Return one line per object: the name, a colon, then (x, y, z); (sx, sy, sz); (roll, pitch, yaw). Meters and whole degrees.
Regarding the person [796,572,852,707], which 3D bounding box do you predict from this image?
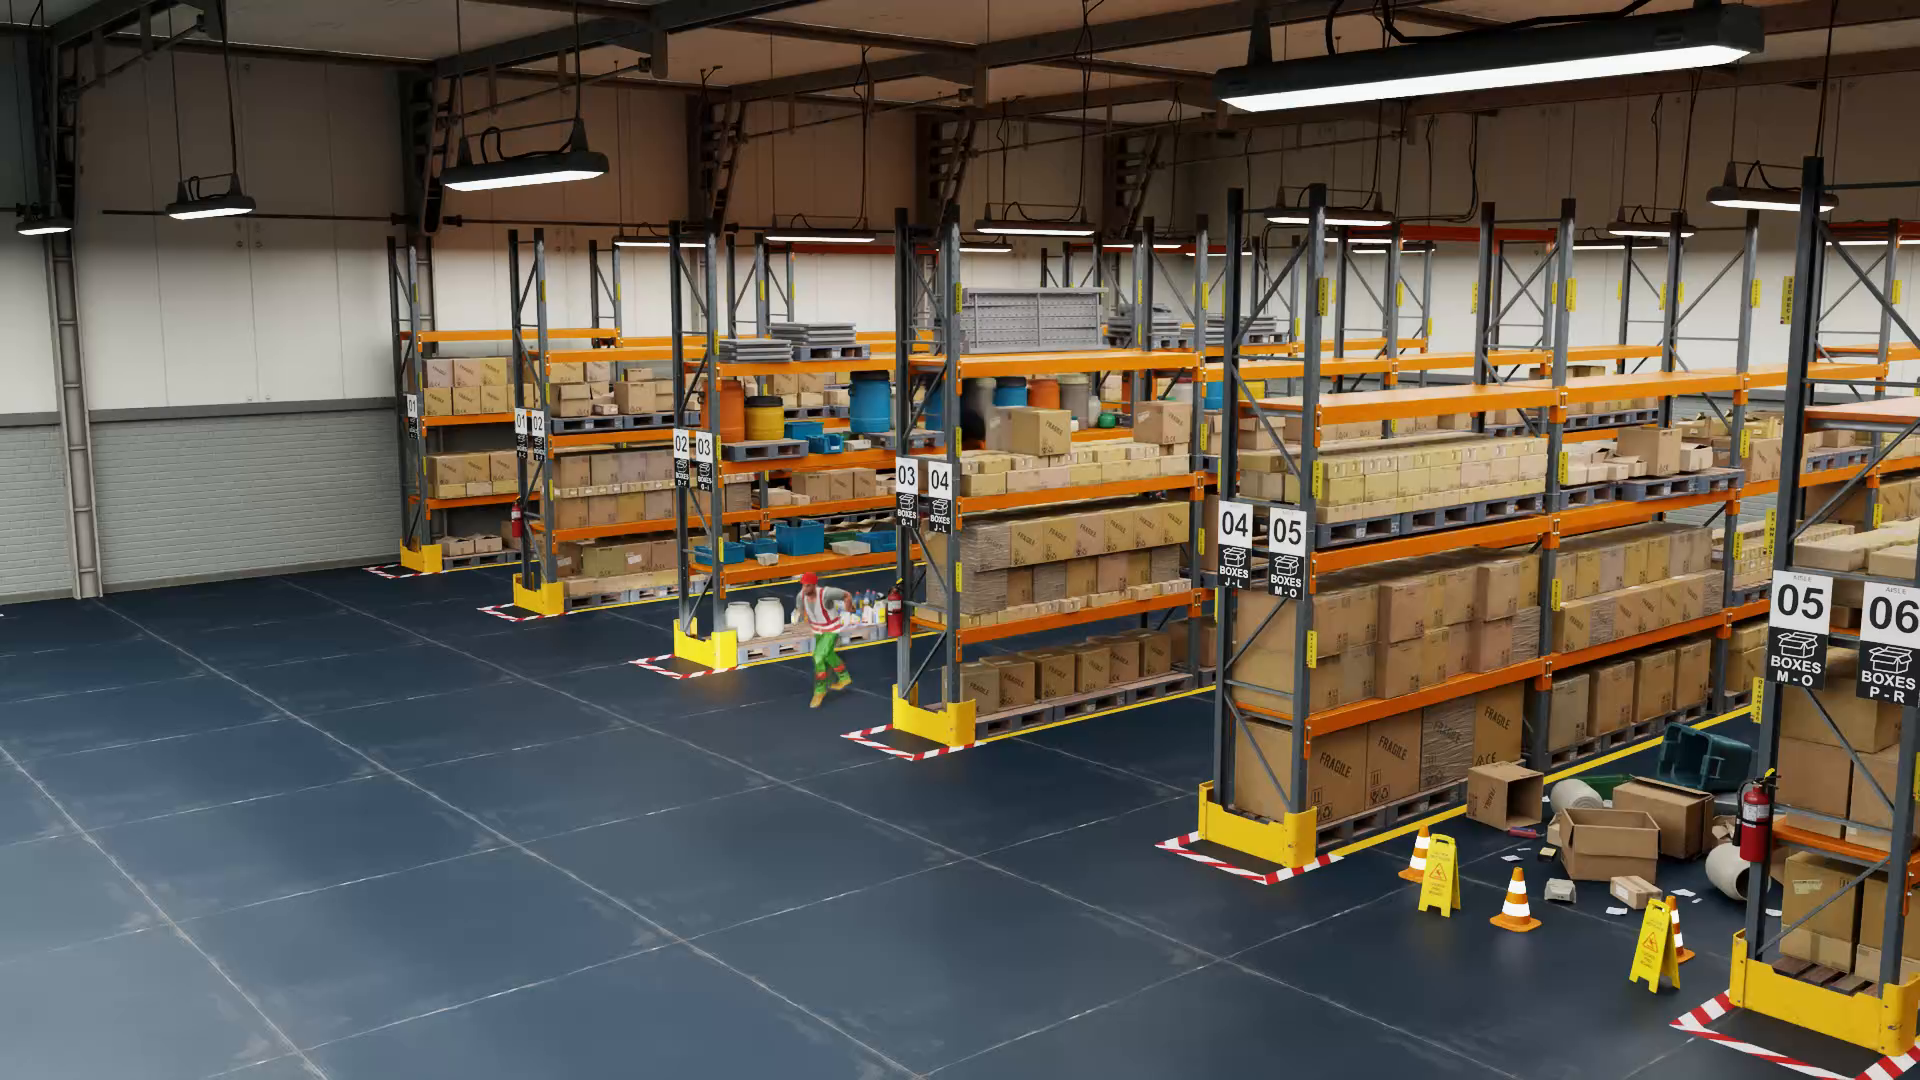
person: (-1.641, 1.195, 20.659); (0.707, 1.727, 1.020); (5, 10, 30)
